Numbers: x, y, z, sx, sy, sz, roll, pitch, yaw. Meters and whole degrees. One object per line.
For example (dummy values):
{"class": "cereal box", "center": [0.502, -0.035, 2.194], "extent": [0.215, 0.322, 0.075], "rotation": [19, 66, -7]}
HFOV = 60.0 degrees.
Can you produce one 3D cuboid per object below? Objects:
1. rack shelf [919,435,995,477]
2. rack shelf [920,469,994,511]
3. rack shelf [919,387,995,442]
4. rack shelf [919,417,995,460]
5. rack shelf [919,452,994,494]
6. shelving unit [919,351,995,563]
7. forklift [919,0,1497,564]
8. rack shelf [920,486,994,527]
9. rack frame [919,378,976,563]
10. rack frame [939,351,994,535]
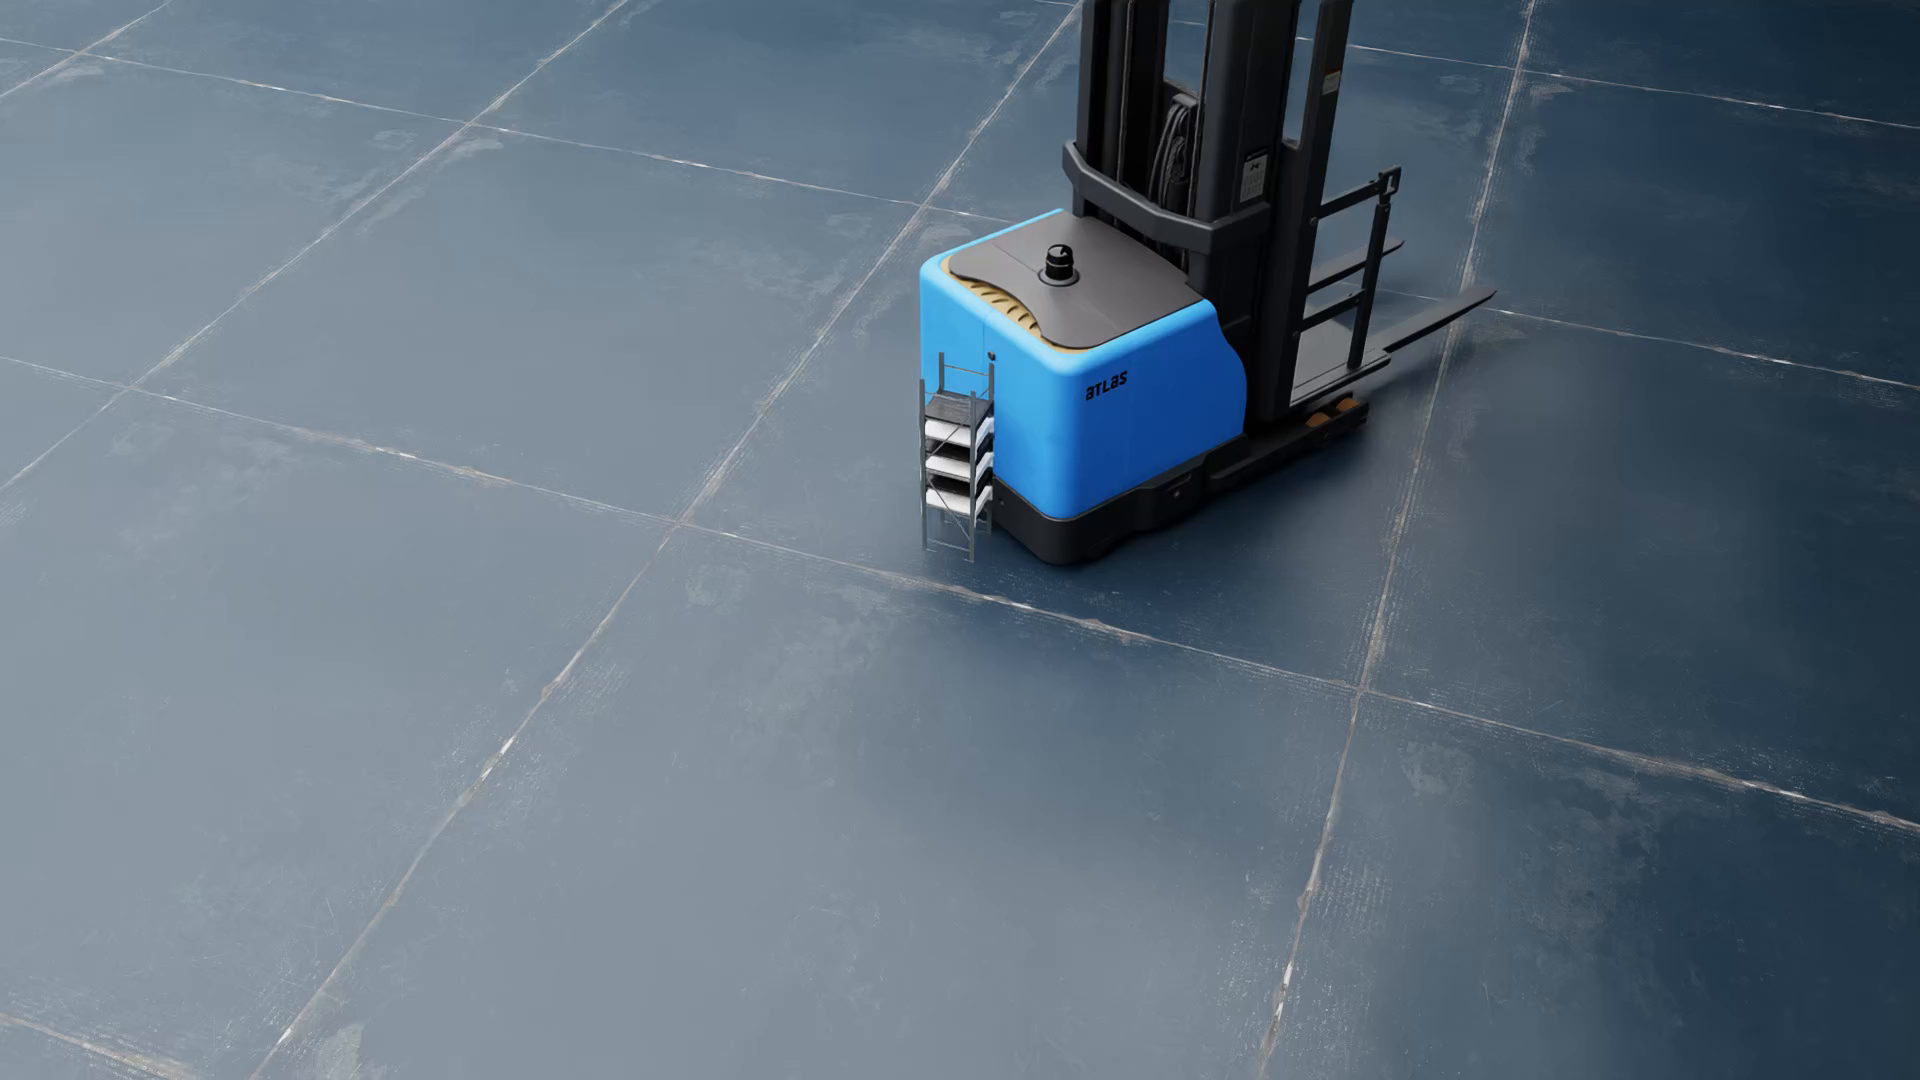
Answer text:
{"class": "rack shelf", "center": [-0.012, -0.377, 6.912], "extent": [0.258, 0.077, 0.200], "rotation": [15, 43, 16]}
{"class": "rack shelf", "center": [-0.012, -0.240, 7.029], "extent": [0.258, 0.077, 0.200], "rotation": [15, 43, 16]}
{"class": "rack shelf", "center": [-0.012, -0.514, 6.795], "extent": [0.258, 0.077, 0.200], "rotation": [15, 43, 16]}
{"class": "rack shelf", "center": [-0.012, -0.446, 6.853], "extent": [0.258, 0.077, 0.200], "rotation": [15, 43, 16]}
{"class": "rack shelf", "center": [-0.012, -0.309, 6.970], "extent": [0.258, 0.077, 0.200], "rotation": [15, 43, 16]}
{"class": "shelving unit", "center": [-0.012, -0.334, 6.948], "extent": [0.258, 0.900, 0.210], "rotation": [15, 43, 16]}
{"class": "forklift", "center": [1.299, -1.790, 7.090], "extent": [3.031, 2.935, 1.130], "rotation": [-26, 47, -27]}
{"class": "rack shelf", "center": [-0.012, -0.172, 7.087], "extent": [0.258, 0.077, 0.200], "rotation": [15, 43, 16]}
{"class": "rack frame", "center": [-0.050, -0.273, 6.877], "extent": [0.240, 0.900, 0.006], "rotation": [15, 43, 16]}
{"class": "rack frame", "center": [0.026, -0.396, 7.020], "extent": [0.240, 0.900, 0.006], "rotation": [15, 43, 16]}
